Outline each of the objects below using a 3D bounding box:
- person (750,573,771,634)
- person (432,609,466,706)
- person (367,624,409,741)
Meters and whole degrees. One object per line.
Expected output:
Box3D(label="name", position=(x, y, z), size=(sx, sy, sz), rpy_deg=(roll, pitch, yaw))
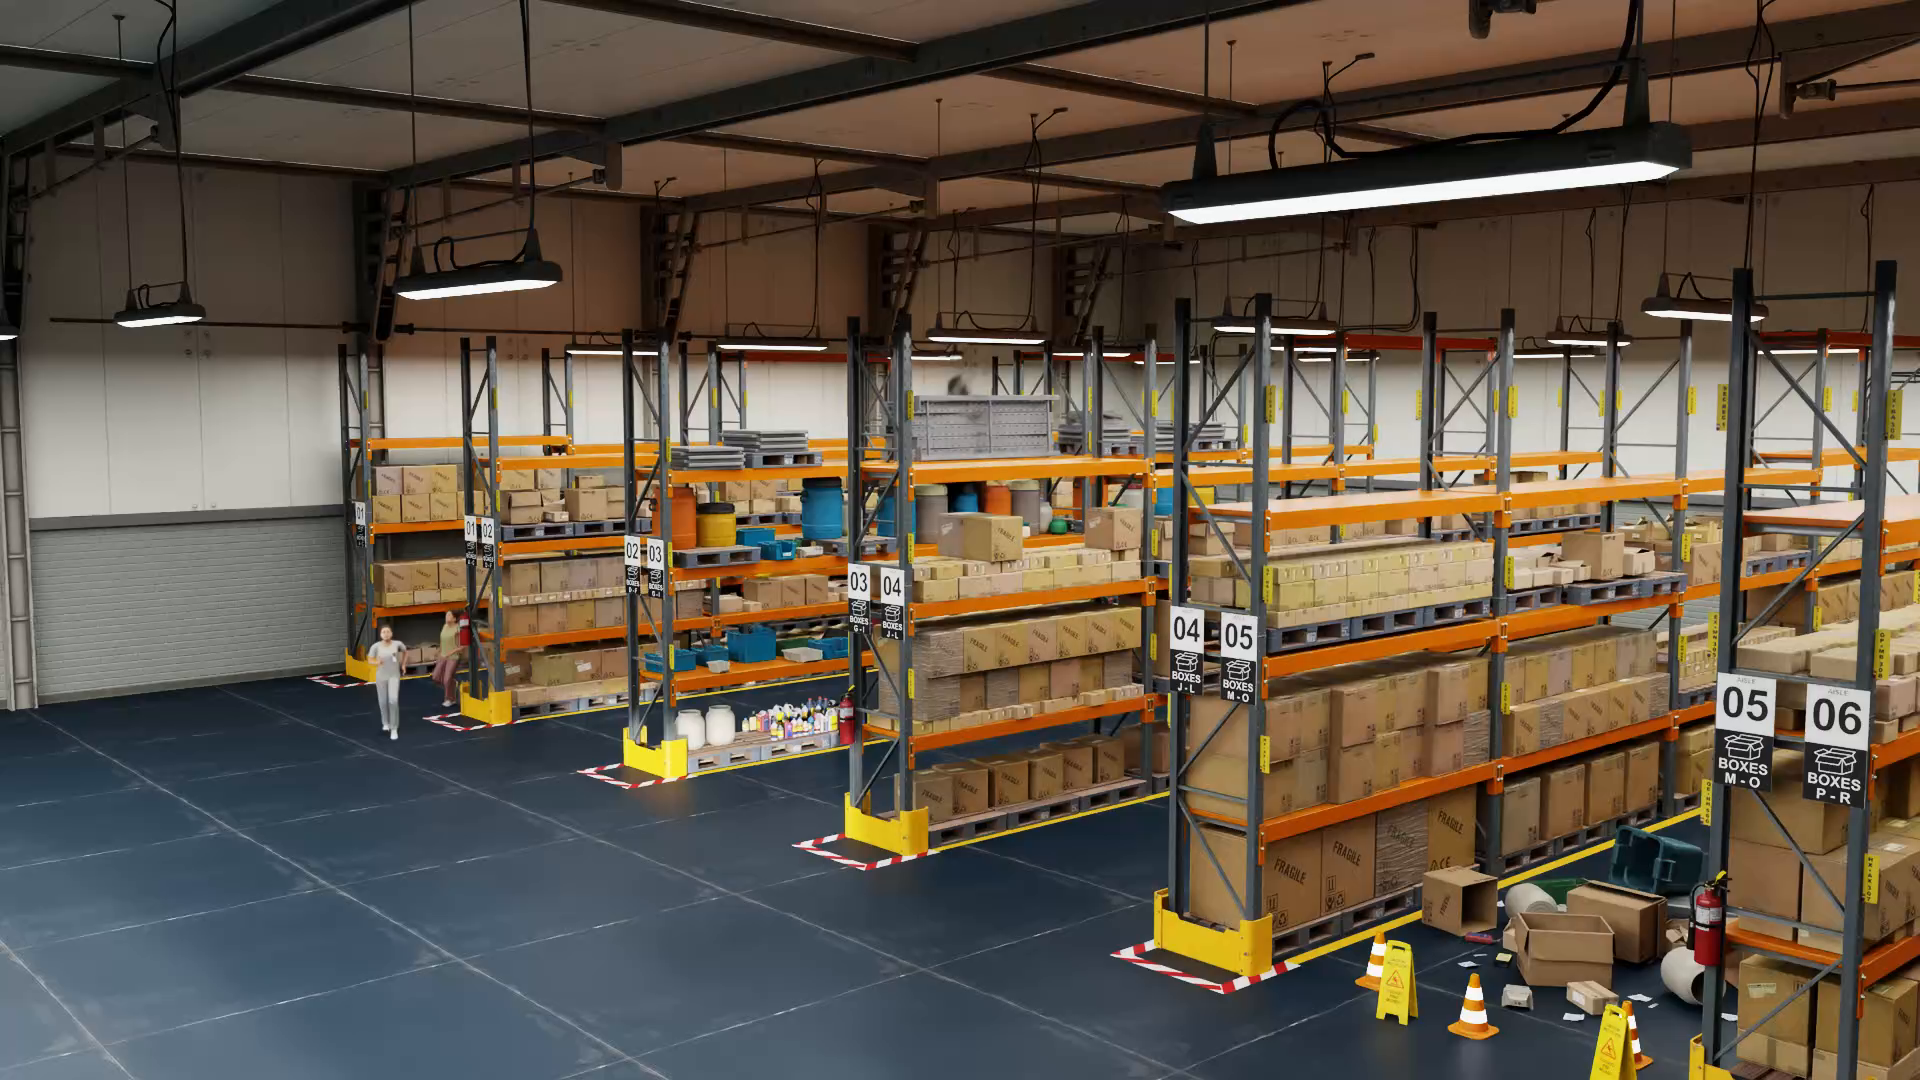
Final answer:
Box3D(label="person", position=(-3.784, 1.456, 31.858), size=(0.622, 1.733, 0.688), rpy_deg=(-4, 7, -40))
Box3D(label="person", position=(-8.323, 1.923, 27.270), size=(0.588, 1.613, 0.535), rpy_deg=(3, 6, 27))
Box3D(label="person", position=(-8.540, 2.098, 24.847), size=(0.559, 1.704, 0.762), rpy_deg=(-1, 5, -13))
